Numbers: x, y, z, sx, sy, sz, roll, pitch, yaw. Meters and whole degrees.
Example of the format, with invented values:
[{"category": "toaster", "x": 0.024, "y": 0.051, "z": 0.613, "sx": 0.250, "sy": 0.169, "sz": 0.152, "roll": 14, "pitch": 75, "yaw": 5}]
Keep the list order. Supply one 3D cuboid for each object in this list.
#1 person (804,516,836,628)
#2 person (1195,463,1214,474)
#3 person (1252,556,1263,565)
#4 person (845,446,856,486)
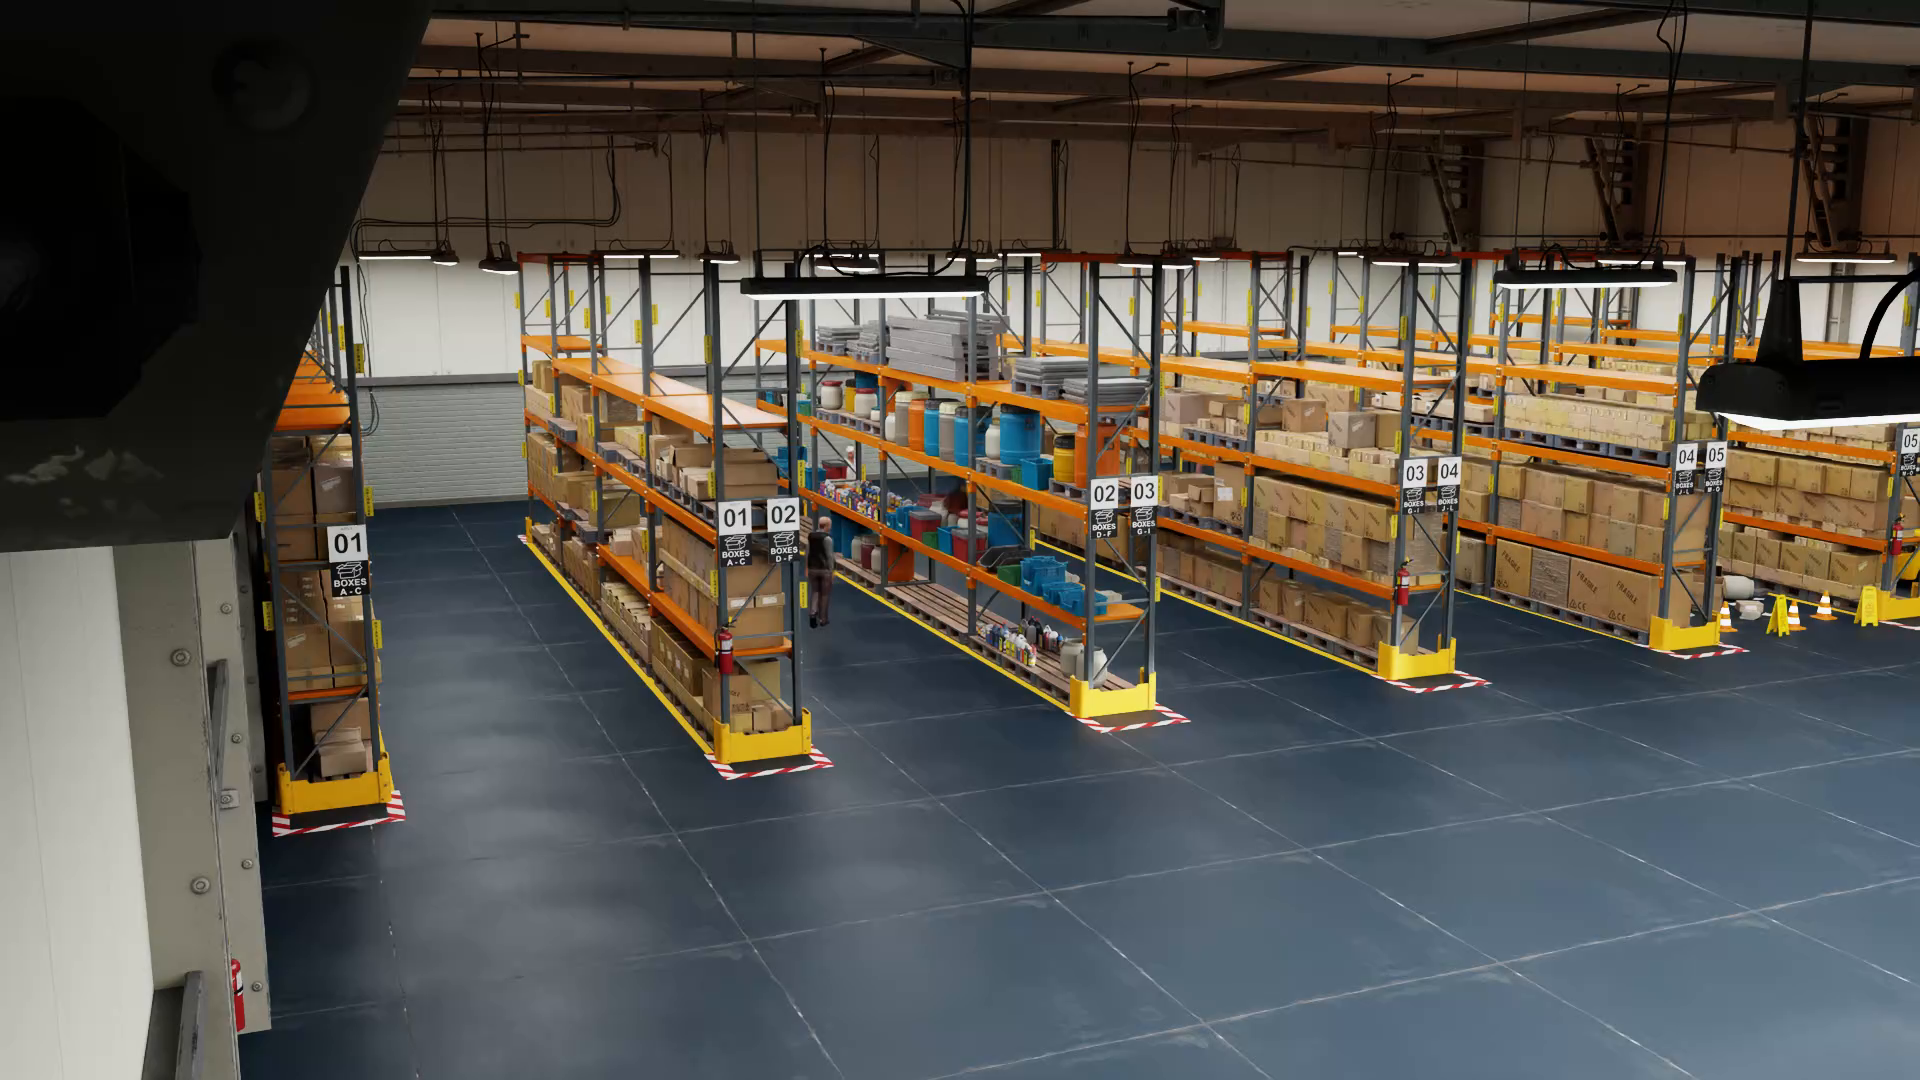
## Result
[{"category": "person", "x": -2.180, "y": 0.515, "z": 25.926, "sx": 0.544, "sy": 1.786, "sz": 0.410, "roll": 4, "pitch": 11, "yaw": 21}, {"category": "person", "x": 6.510, "y": -2.483, "z": 44.054, "sx": 0.881, "sy": 1.635, "sz": 0.565, "roll": -7, "pitch": 13, "yaw": -34}, {"category": "person", "x": 5.580, "y": -0.145, "z": 31.018, "sx": 0.637, "sy": 1.774, "sz": 0.639, "roll": -1, "pitch": 10, "yaw": -3}, {"category": "person", "x": -2.348, "y": -1.186, "z": 36.580, "sx": 0.591, "sy": 1.794, "sz": 0.581, "roll": 6, "pitch": 12, "yaw": 29}]
